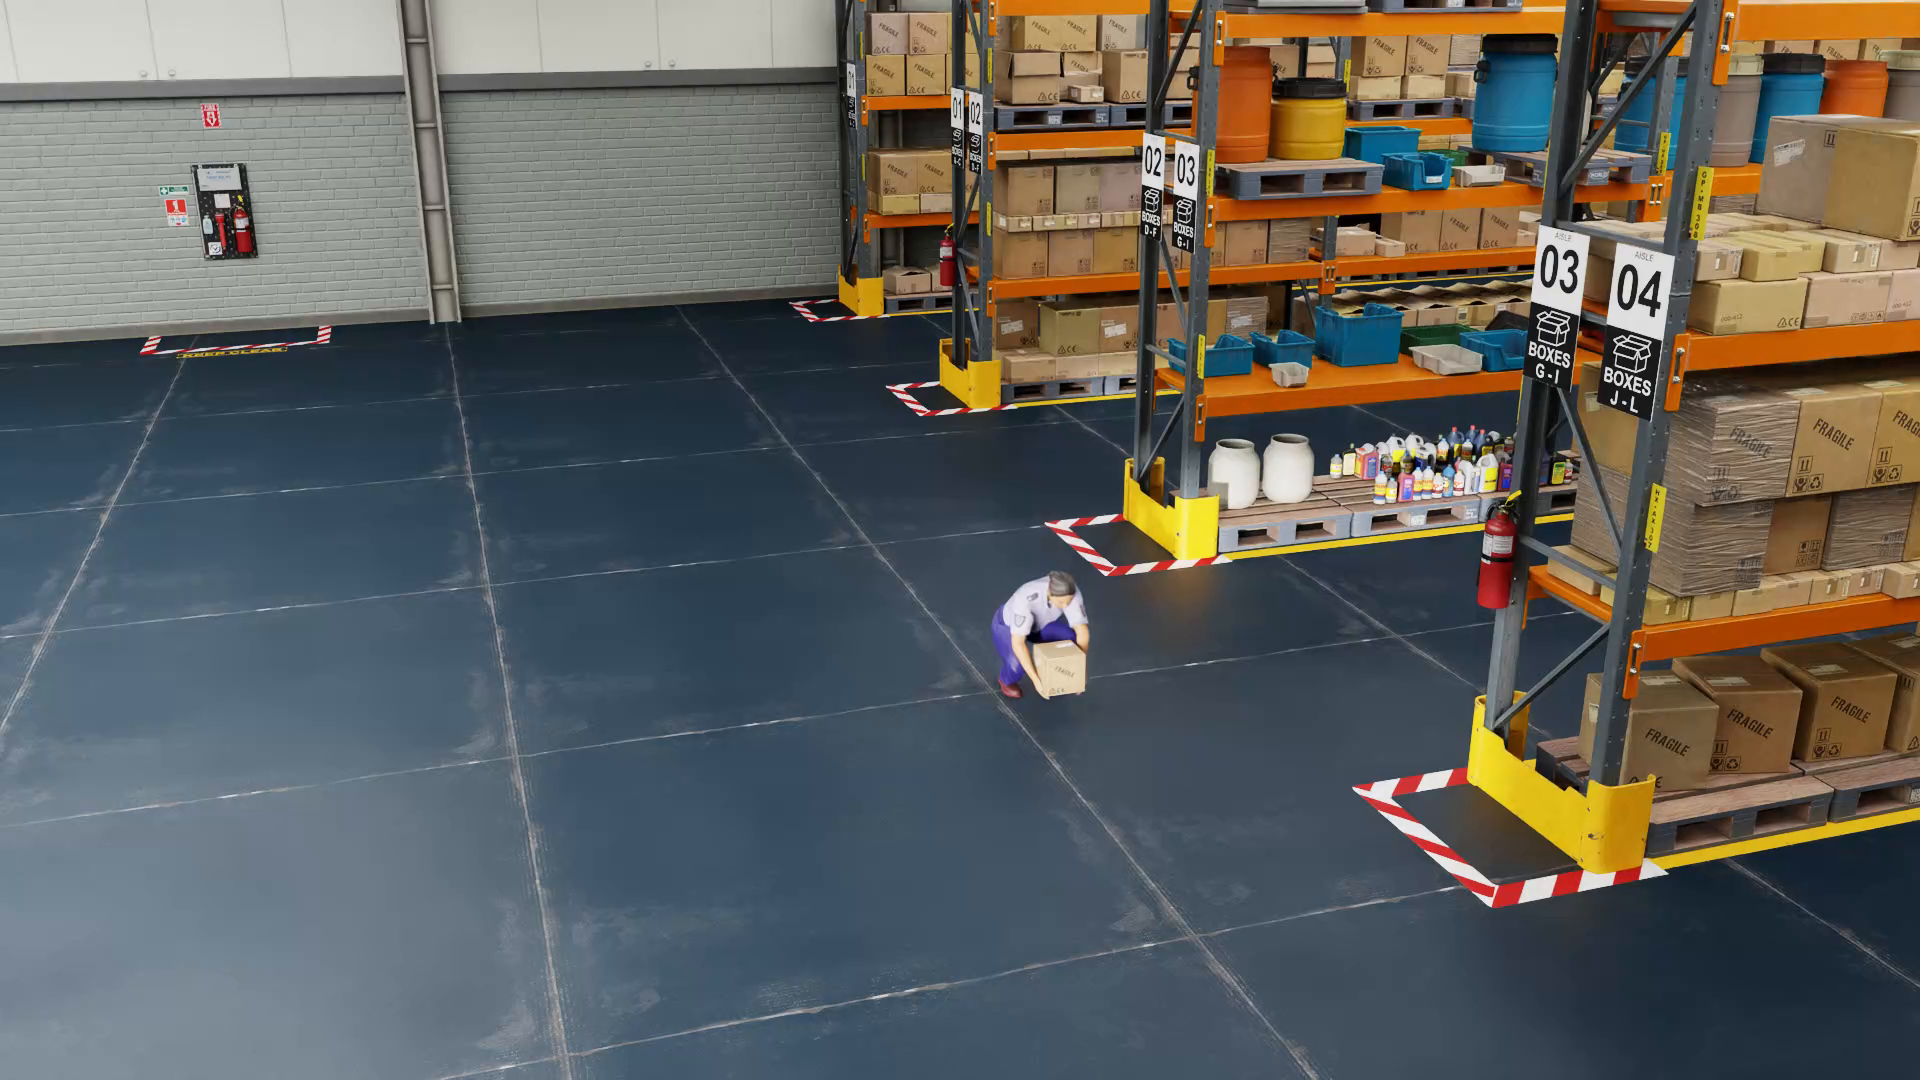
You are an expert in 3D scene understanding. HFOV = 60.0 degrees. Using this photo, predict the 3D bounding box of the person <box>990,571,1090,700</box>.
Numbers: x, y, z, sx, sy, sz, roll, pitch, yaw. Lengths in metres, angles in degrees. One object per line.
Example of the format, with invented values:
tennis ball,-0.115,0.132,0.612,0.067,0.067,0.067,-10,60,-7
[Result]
person,0.511,0.569,10.585,0.533,0.924,0.824,-6,20,-17
